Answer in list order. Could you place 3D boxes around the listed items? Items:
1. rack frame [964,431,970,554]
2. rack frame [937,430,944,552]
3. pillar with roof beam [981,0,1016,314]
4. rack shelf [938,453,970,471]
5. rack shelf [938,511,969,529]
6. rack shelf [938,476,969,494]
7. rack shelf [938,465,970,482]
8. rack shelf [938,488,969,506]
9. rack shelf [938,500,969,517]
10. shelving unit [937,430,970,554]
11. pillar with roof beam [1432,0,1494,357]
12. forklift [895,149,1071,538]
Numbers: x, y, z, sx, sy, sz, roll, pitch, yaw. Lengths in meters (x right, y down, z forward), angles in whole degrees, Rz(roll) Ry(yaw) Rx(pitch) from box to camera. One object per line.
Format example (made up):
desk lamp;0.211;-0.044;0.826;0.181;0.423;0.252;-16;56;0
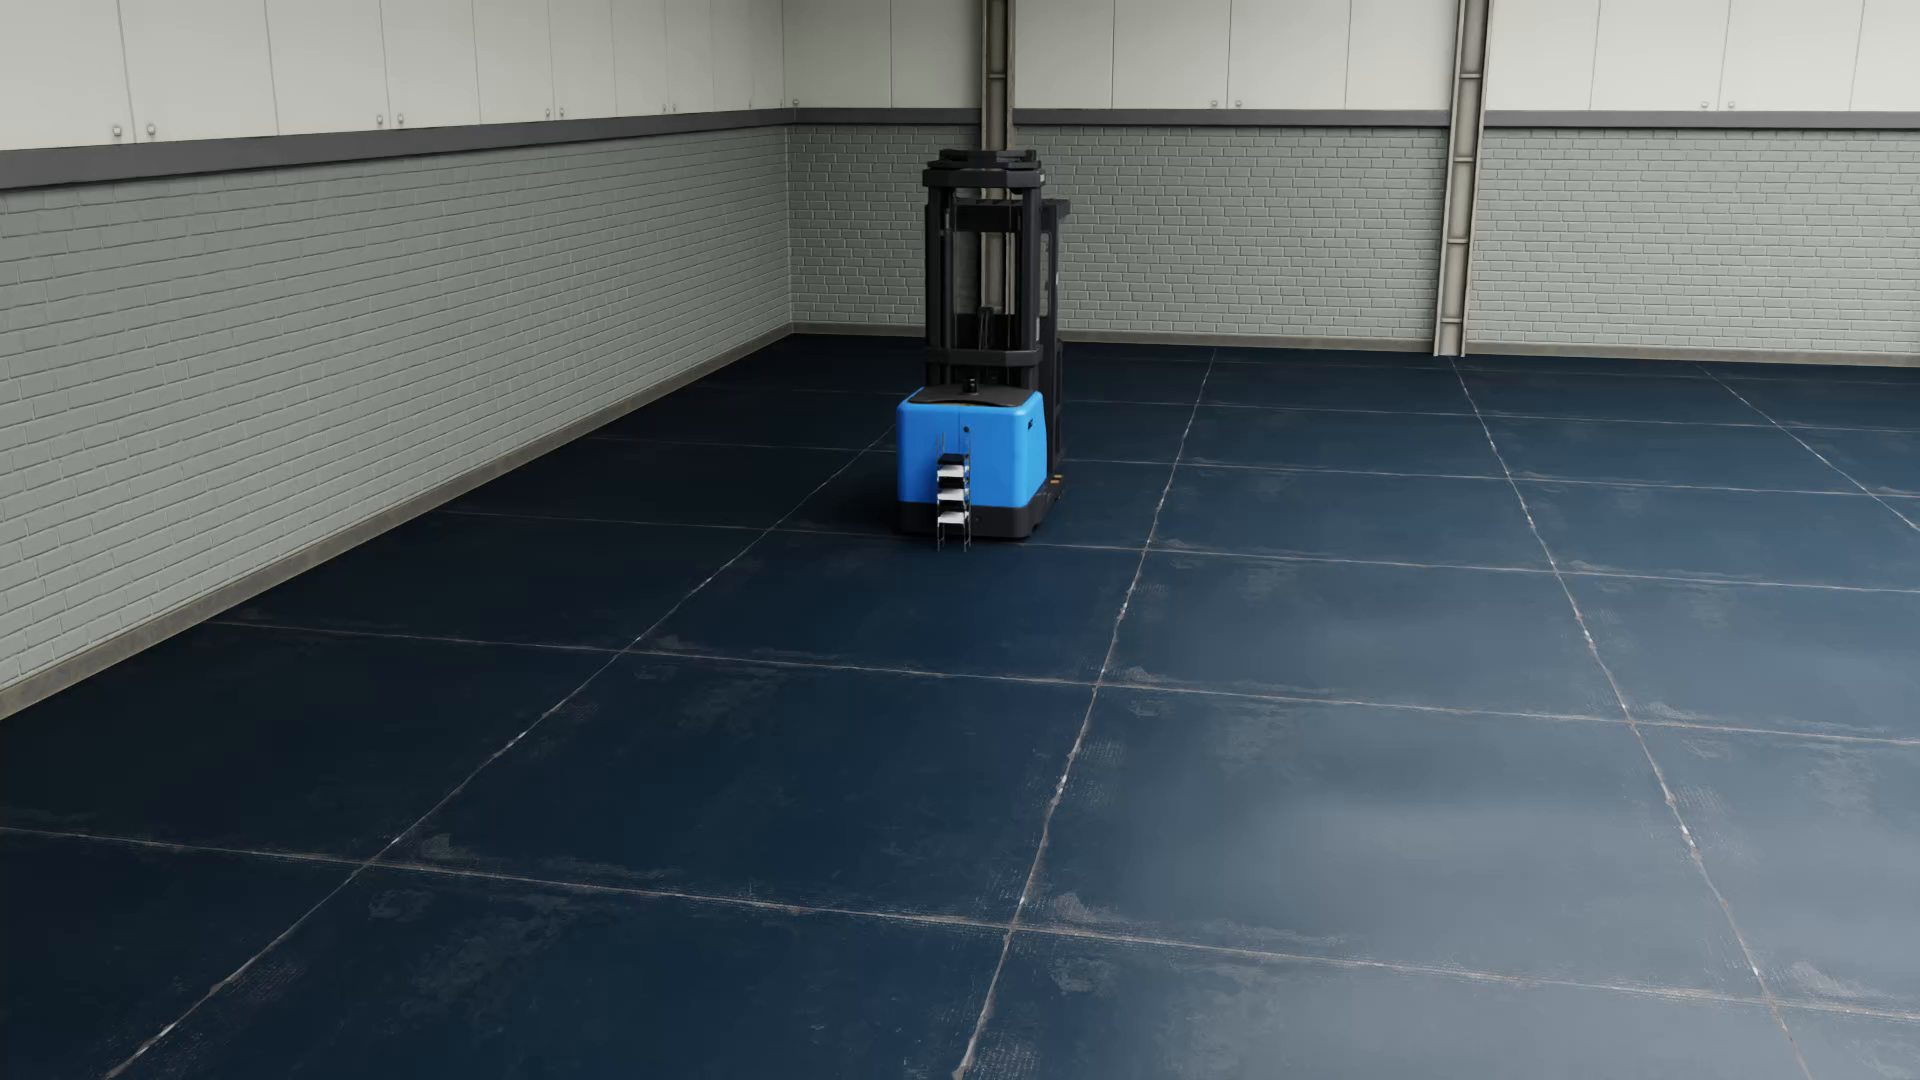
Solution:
rack frame;0.053;-0.360;12.605;0.006;0.900;0.240;3;16;10
rack frame;-0.147;-0.370;12.642;0.006;0.900;0.240;3;16;10
pillar with roof beam;-0.350;-5.958;17.644;0.400;9.000;9.100;3;16;11
rack shelf;-0.047;-0.593;12.560;0.200;0.077;0.258;3;16;10
rack shelf;-0.047;-0.159;12.681;0.200;0.077;0.258;3;16;10
rack shelf;-0.047;-0.420;12.608;0.200;0.077;0.258;3;16;10
rack shelf;-0.047;-0.506;12.584;0.200;0.077;0.258;3;16;10
rack shelf;-0.047;-0.333;12.633;0.200;0.077;0.258;3;16;10
rack shelf;-0.047;-0.246;12.657;0.200;0.077;0.258;3;16;10
shelving unit;-0.047;-0.365;12.624;0.210;0.900;0.258;3;16;10
pillar with roof beam;5.530;-5.639;16.492;0.400;9.000;9.100;3;16;11
forklift;0.308;-1.776;13.914;1.130;2.935;3.031;3;16;12
